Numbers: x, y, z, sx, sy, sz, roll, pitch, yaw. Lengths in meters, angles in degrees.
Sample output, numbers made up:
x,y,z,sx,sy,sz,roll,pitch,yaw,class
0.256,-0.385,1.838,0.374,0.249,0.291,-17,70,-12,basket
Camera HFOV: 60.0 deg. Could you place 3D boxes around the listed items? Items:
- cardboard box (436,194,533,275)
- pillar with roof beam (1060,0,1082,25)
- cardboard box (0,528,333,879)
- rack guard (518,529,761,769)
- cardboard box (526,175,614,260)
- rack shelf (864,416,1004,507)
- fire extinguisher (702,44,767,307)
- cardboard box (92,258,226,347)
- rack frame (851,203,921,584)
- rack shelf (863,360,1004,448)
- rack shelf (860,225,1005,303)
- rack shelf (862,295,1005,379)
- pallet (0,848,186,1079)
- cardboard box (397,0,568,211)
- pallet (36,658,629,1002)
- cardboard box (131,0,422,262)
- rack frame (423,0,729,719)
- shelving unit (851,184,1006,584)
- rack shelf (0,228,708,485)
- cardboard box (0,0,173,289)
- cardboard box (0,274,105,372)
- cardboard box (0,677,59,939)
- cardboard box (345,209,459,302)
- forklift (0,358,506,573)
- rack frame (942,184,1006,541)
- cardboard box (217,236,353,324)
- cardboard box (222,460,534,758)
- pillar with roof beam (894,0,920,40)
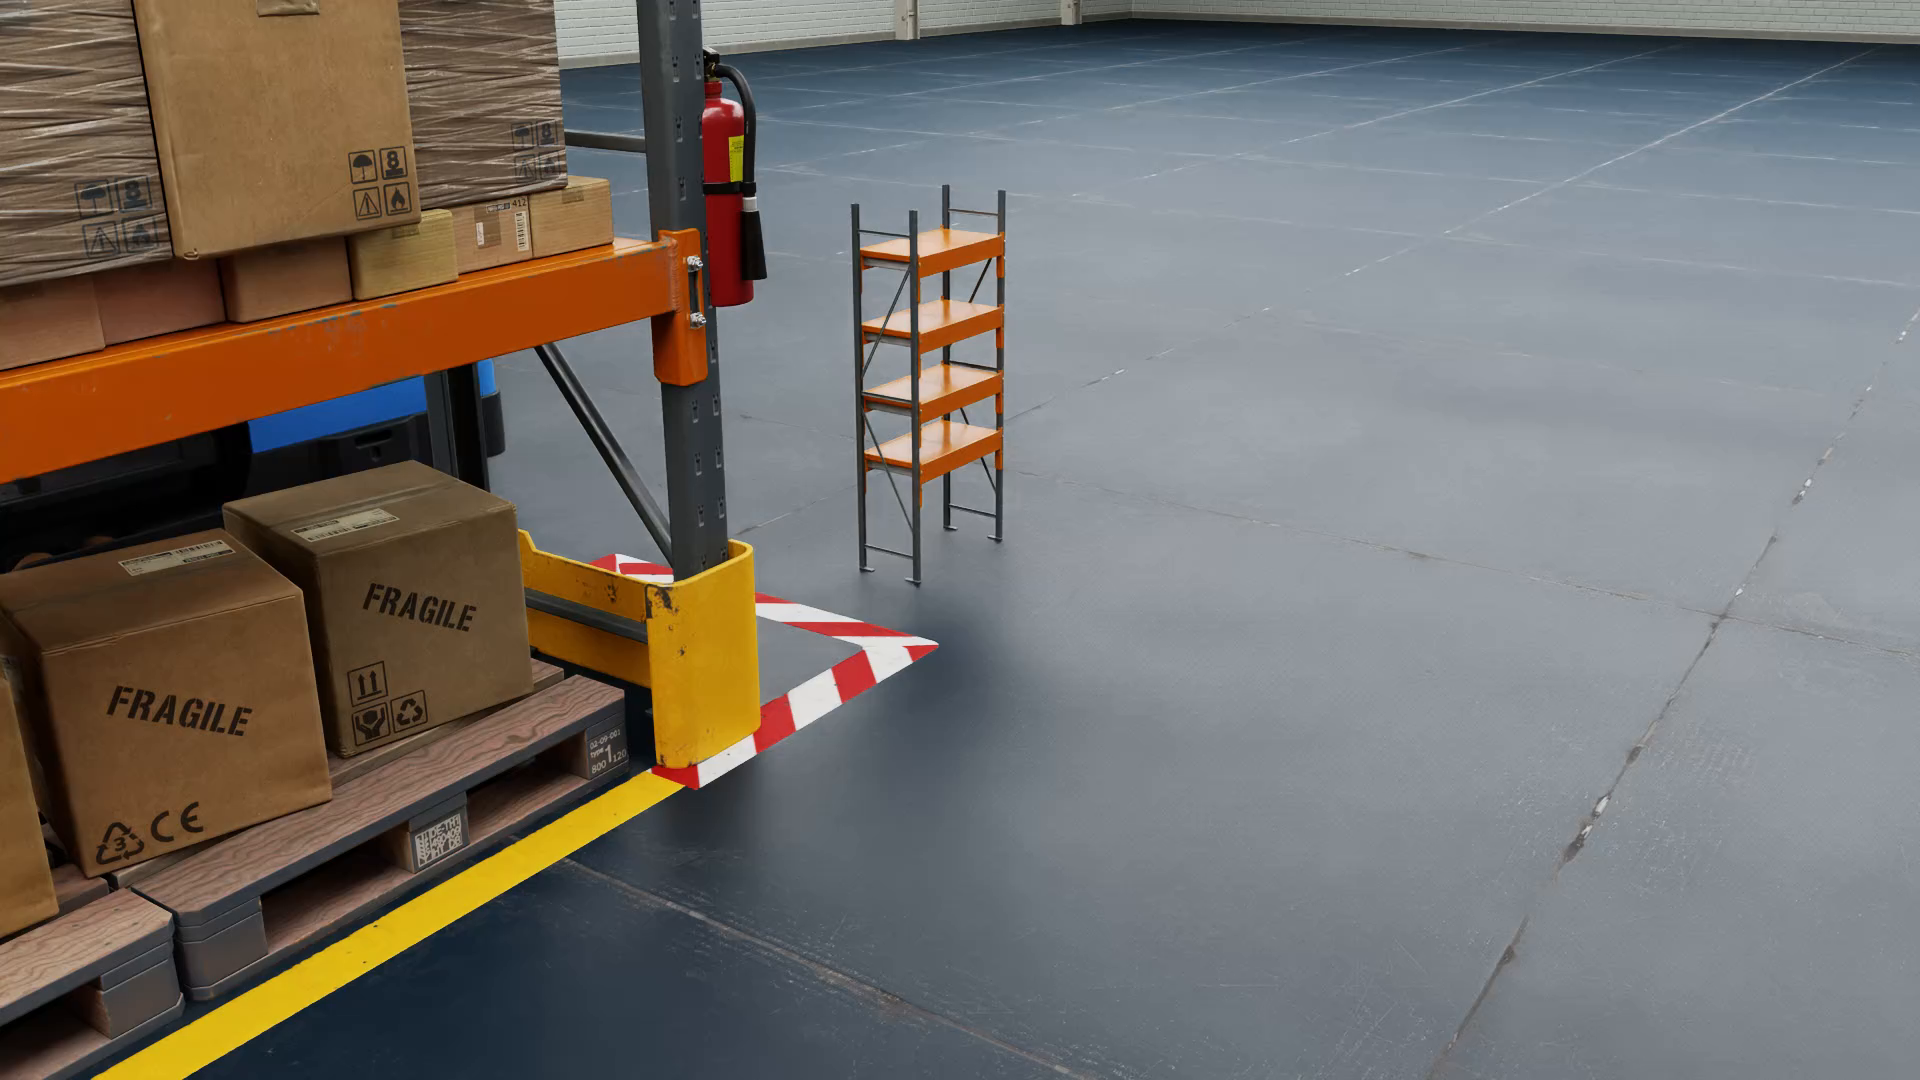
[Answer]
x,y,z,sx,sy,sz,roll,pitch,yaw,class
-1.173,-0.693,3.678,0.380,0.149,0.250,13,24,32,cardboard box
5.942,-14.462,31.891,9.100,9.000,0.400,13,24,32,pillar with roof beam
-1.715,0.325,3.561,0.500,0.500,0.500,-17,26,-38,cardboard box
-1.085,0.189,4.532,1.175,0.500,0.348,13,24,32,rack guard
-1.032,-0.765,3.871,0.380,0.149,0.250,13,24,32,cardboard box
-0.093,-0.266,5.521,0.258,0.148,0.480,13,24,32,rack shelf
-0.597,-0.911,4.017,0.296,0.674,0.183,13,24,32,fire extinguisher
-1.599,-0.479,3.099,0.380,0.149,0.250,13,24,32,cardboard box
-0.230,-0.445,5.239,0.240,1.200,0.015,13,24,32,rack frame
-0.093,-0.452,5.452,0.258,0.148,0.480,13,24,32,rack shelf
-0.093,-0.884,5.292,0.258,0.148,0.480,13,24,32,rack shelf
-0.093,-0.662,5.374,0.258,0.148,0.480,13,24,32,rack shelf
-2.257,0.900,3.028,1.003,0.211,1.213,13,24,32,pallet
-1.374,-1.039,3.676,0.875,0.500,0.500,13,24,32,cardboard box
-1.571,0.551,3.971,1.003,0.211,1.213,13,24,32,pallet
-1.556,-0.872,3.225,0.875,0.500,0.500,13,24,32,cardboard box
-1.042,-1.005,4.158,1.000,3.000,0.127,13,24,32,rack frame
-0.093,-0.515,5.428,0.258,1.200,0.503,13,24,32,shelving unit
-2.167,-0.094,2.731,1.077,0.370,4.000,13,24,32,rack shelf
-1.873,-0.737,2.860,0.875,0.500,0.500,13,24,32,cardboard box
-1.721,-0.403,2.893,0.380,0.149,0.250,13,24,32,cardboard box
-2.083,0.501,3.085,0.500,0.500,0.500,16,26,37,cardboard box
-1.271,-0.612,3.457,0.380,0.149,0.250,13,24,32,cardboard box
-3.087,-1.361,5.220,1.130,2.935,3.031,15,25,36,forklift
0.044,-0.585,5.618,0.240,1.200,0.015,13,24,32,rack frame
-1.424,-0.543,3.271,0.380,0.149,0.250,13,24,32,cardboard box
-1.407,0.147,4.043,0.500,0.500,0.500,19,28,42,cardboard box
2.569,-12.741,27.237,9.100,9.000,0.400,13,24,32,pillar with roof beam
